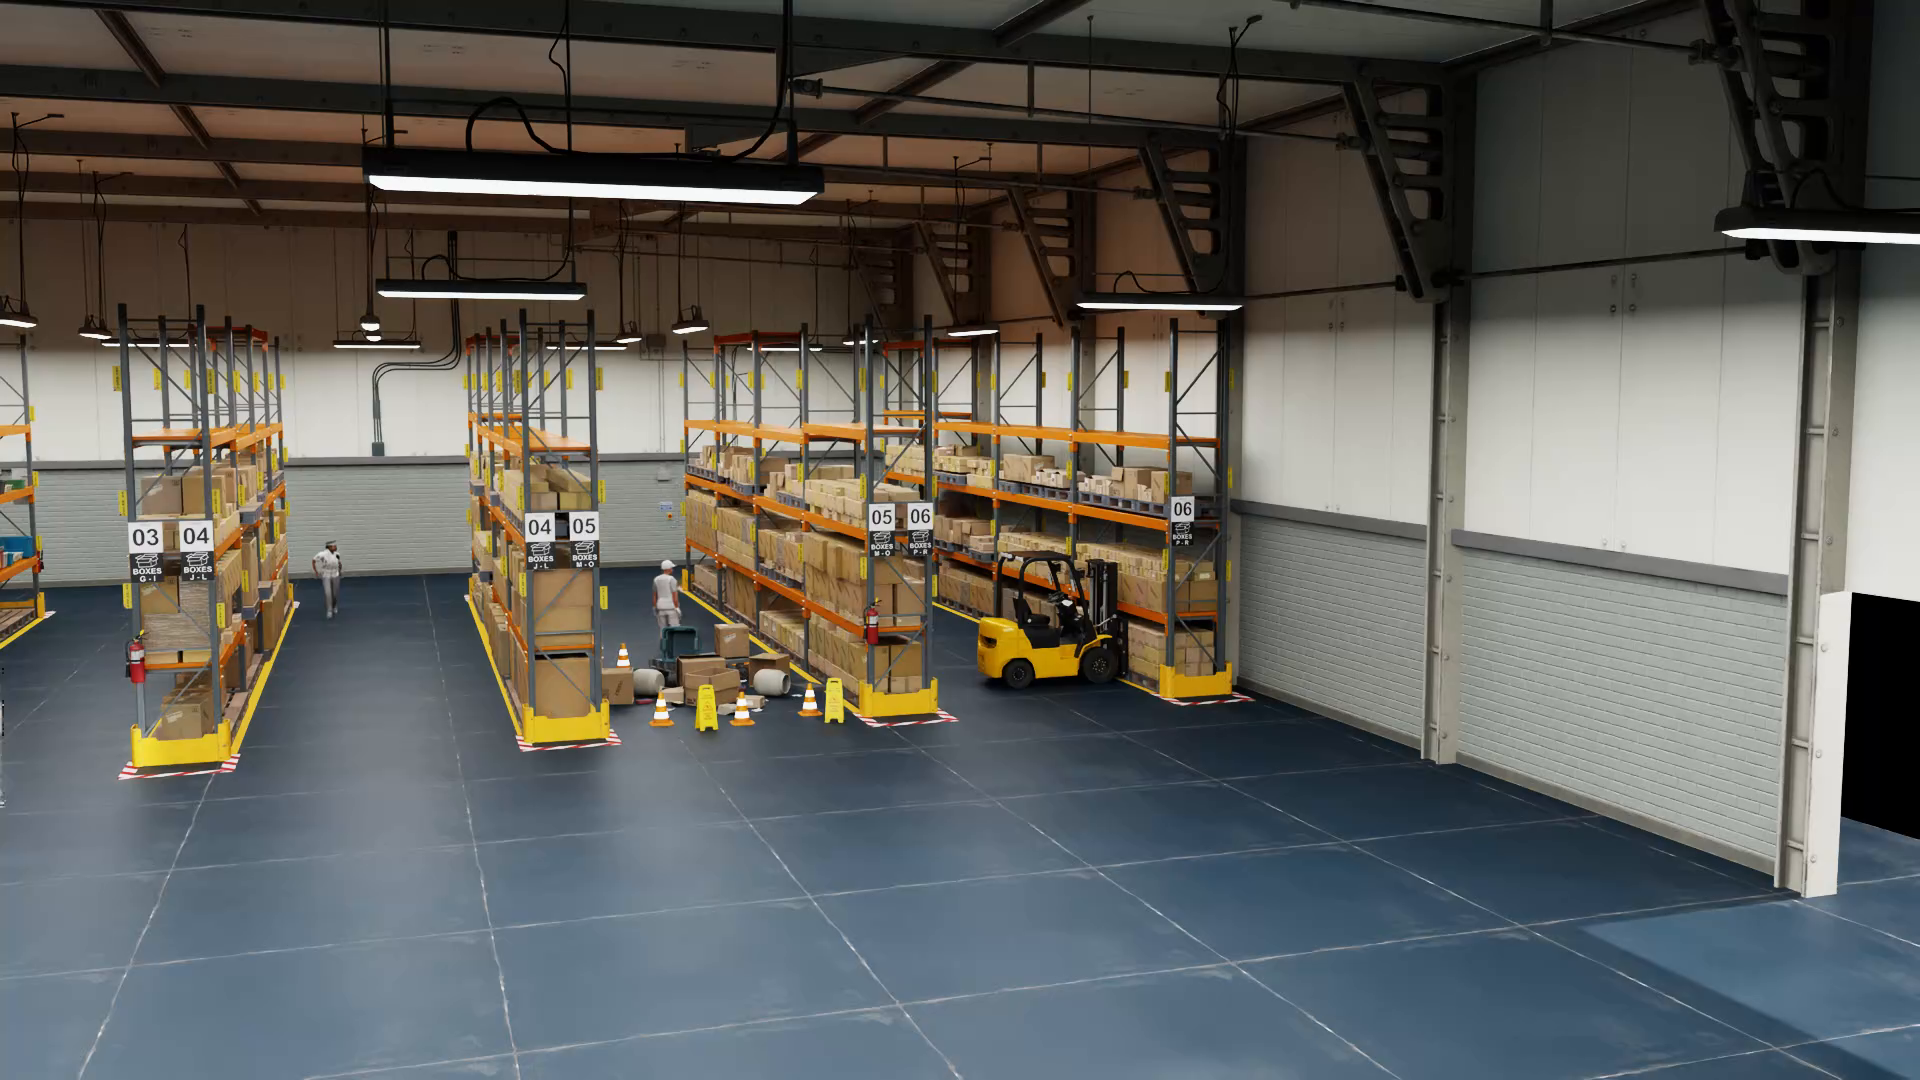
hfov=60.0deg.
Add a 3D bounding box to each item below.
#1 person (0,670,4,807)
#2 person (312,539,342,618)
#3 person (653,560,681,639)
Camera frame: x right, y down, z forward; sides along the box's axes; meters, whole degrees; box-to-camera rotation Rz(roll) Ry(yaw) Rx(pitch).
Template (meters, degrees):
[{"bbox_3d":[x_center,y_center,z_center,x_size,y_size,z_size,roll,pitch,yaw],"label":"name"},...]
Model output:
[{"bbox_3d":[-11.376,2.285,19.402,0.427,1.769,0.568,-1,5,-8],"label":"person"},{"bbox_3d":[-13.445,0.801,35.354,0.604,1.625,1.006,-2,6,-20],"label":"person"},{"bbox_3d":[-5.313,1.252,30.336,0.562,1.786,0.624,1,6,10],"label":"person"}]
